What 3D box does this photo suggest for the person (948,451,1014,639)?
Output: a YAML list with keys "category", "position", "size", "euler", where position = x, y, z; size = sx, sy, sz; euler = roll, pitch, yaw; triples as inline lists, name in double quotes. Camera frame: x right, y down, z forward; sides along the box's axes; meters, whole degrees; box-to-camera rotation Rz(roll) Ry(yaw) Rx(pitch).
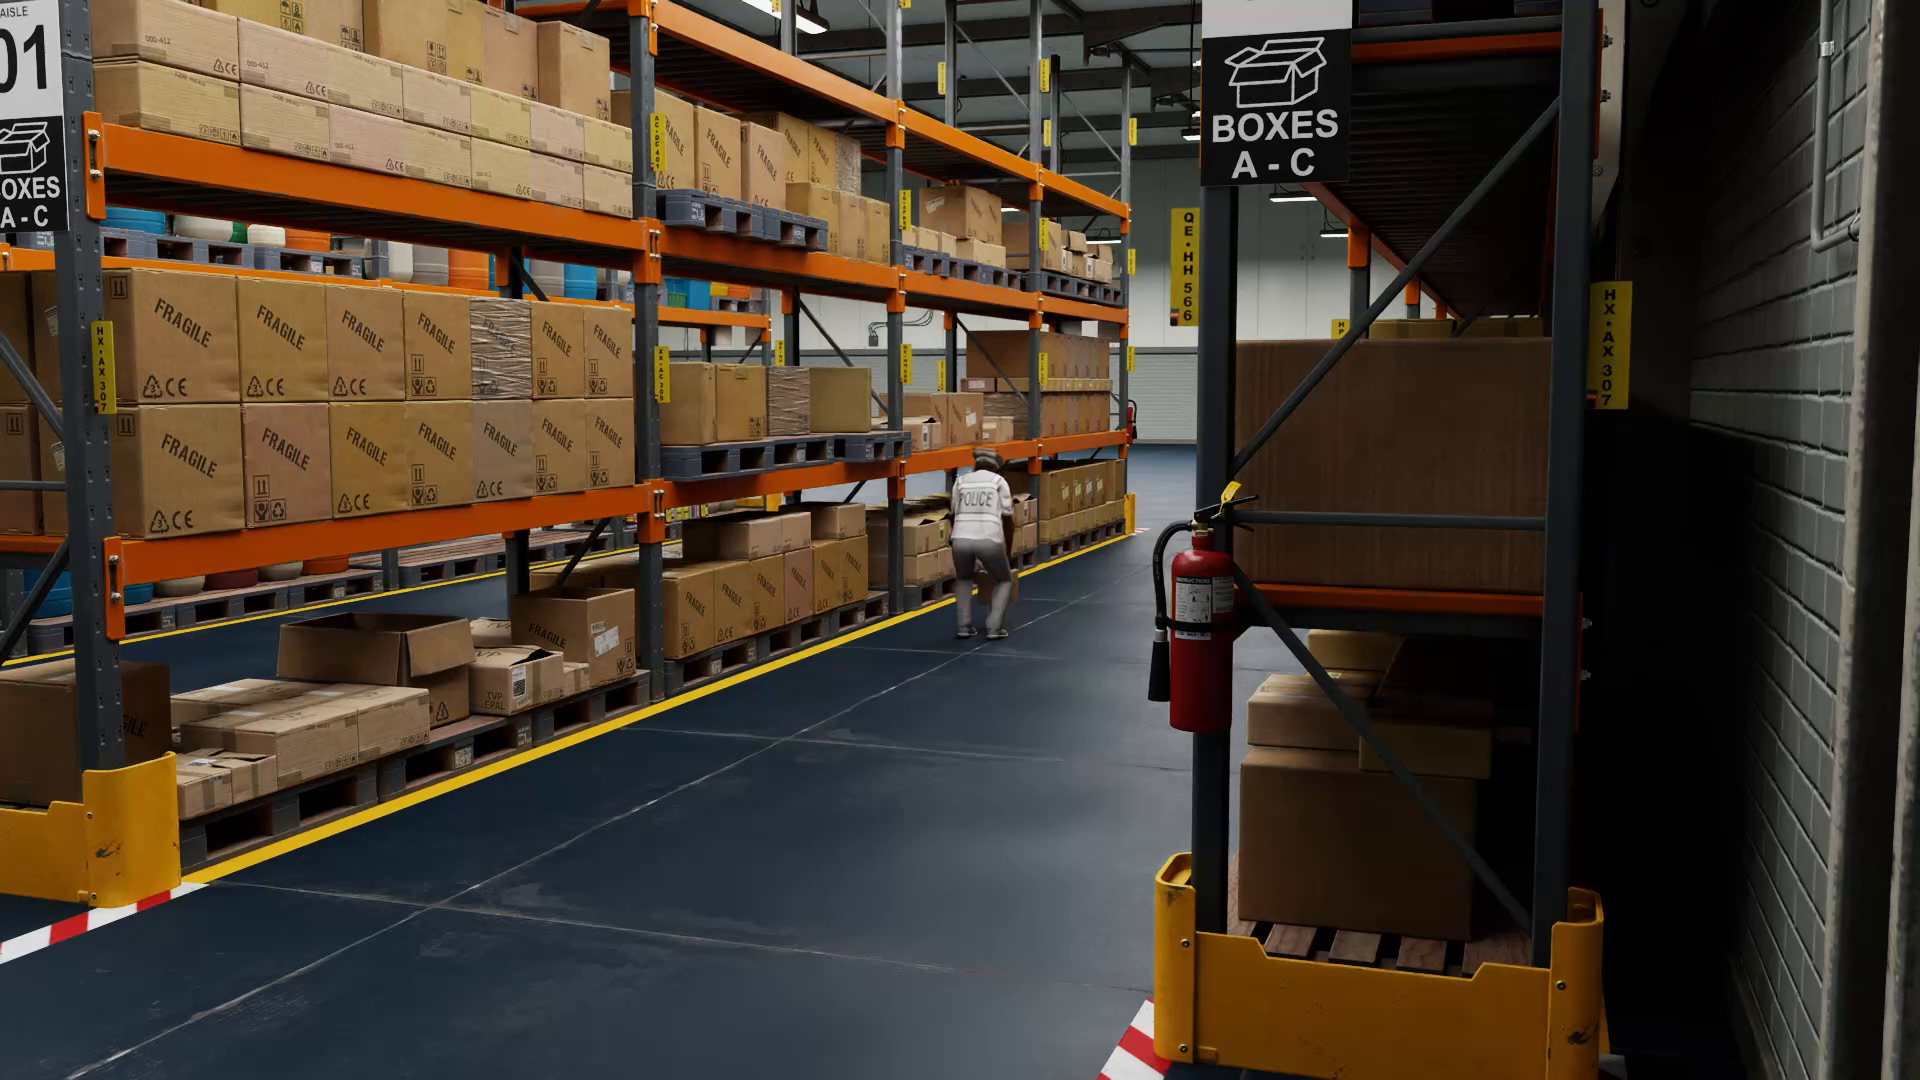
- category: "person"
  position: [0.142, 0.035, 12.416]
  size: [0.496, 1.388, 0.707]
  euler: [2, 6, 18]
